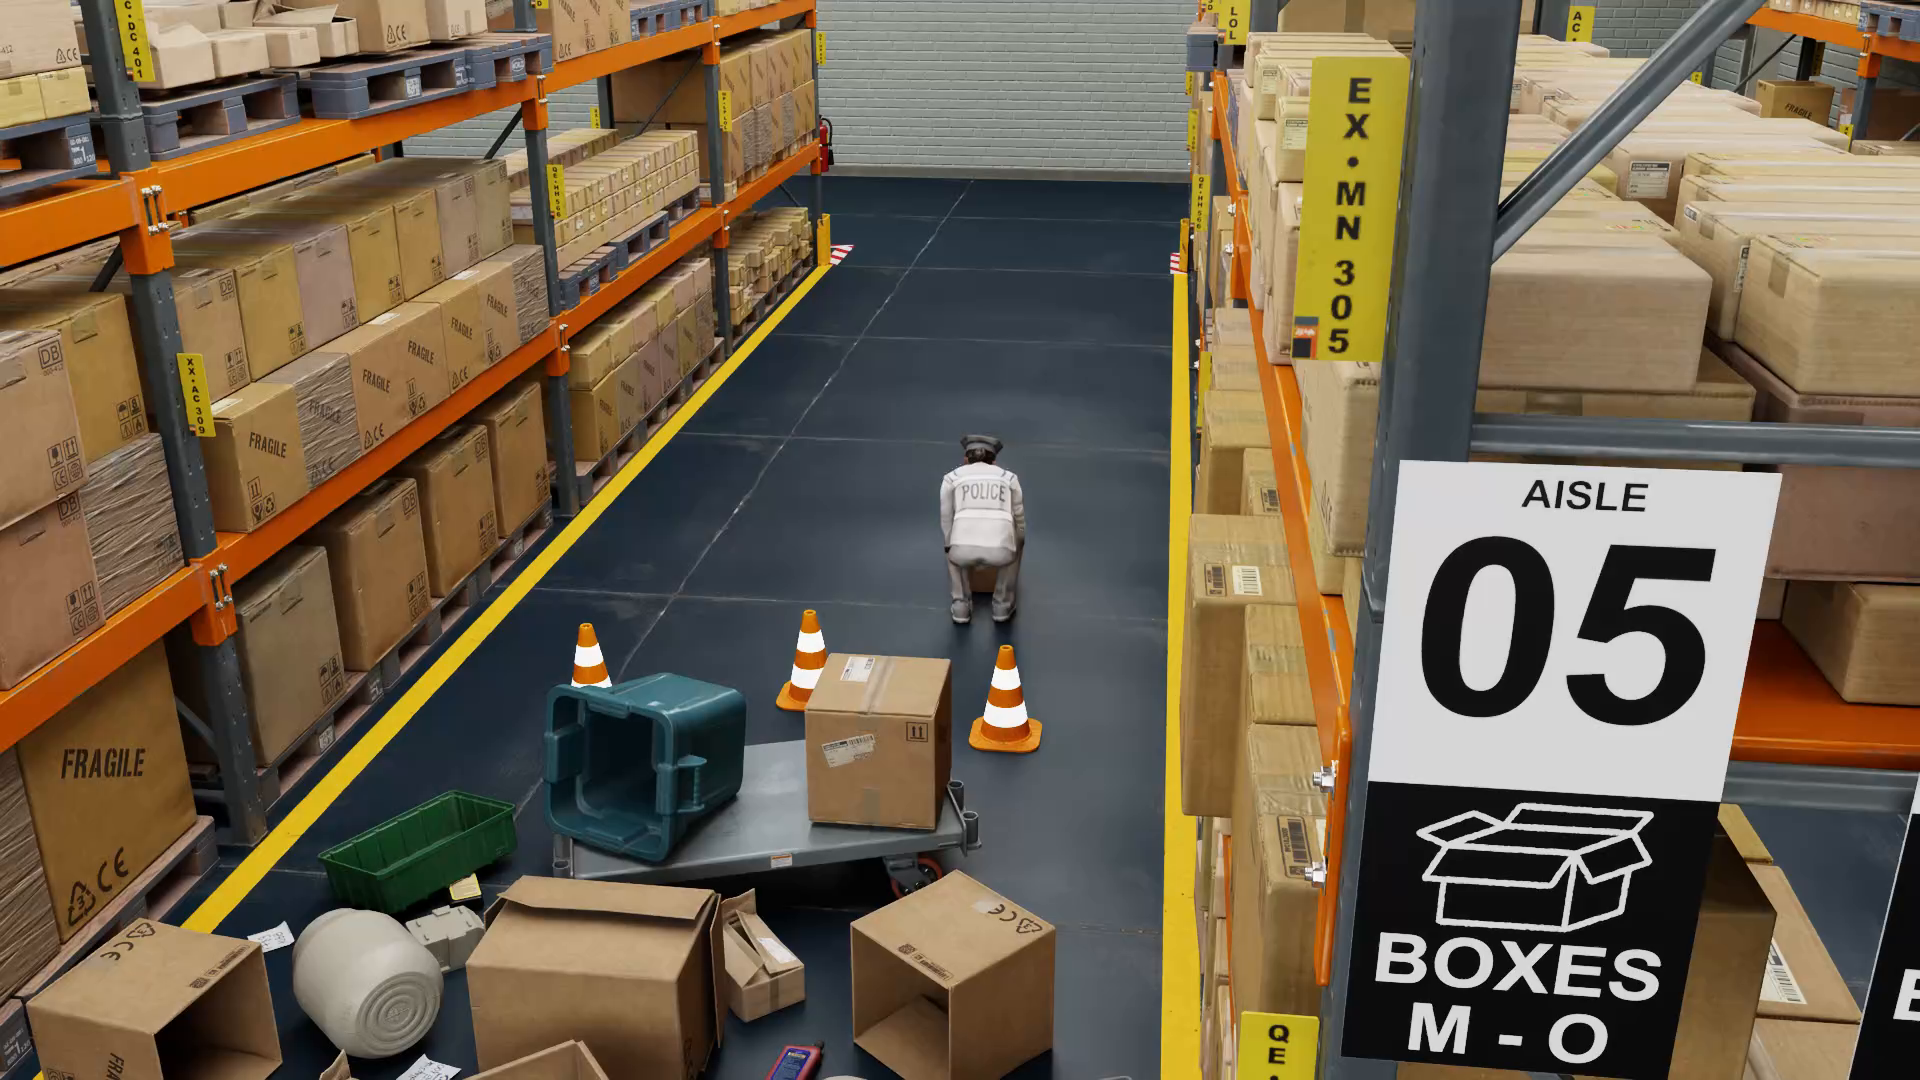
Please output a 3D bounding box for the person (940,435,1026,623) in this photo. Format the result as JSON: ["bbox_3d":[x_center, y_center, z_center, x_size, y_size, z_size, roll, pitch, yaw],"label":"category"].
[{"bbox_3d":[0.114,-0.057,9.228,0.483,0.946,0.851,2,21,6],"label":"person"}]
